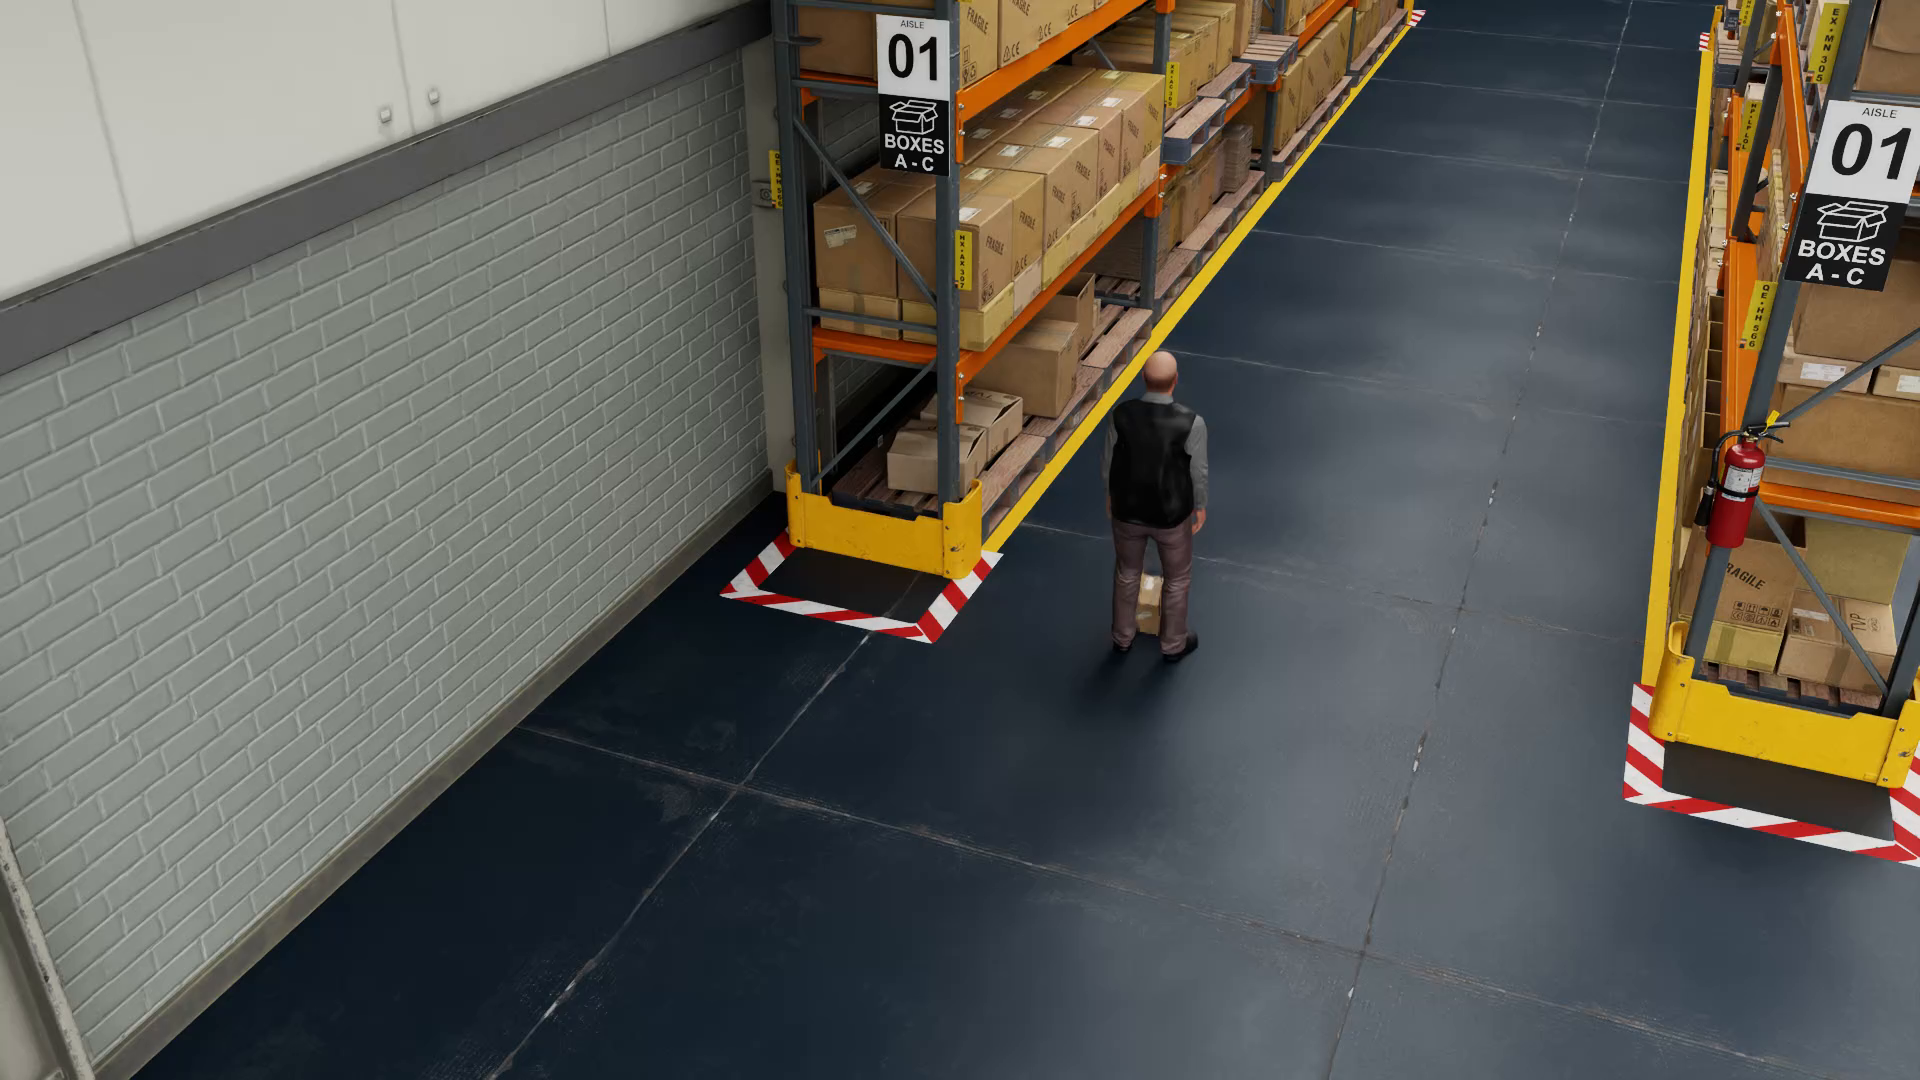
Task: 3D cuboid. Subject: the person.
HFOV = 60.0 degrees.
[{"bbox_3d":[1.002,-0.152,8.693,0.570,1.721,0.419,10,31,17],"label":"person"}]
